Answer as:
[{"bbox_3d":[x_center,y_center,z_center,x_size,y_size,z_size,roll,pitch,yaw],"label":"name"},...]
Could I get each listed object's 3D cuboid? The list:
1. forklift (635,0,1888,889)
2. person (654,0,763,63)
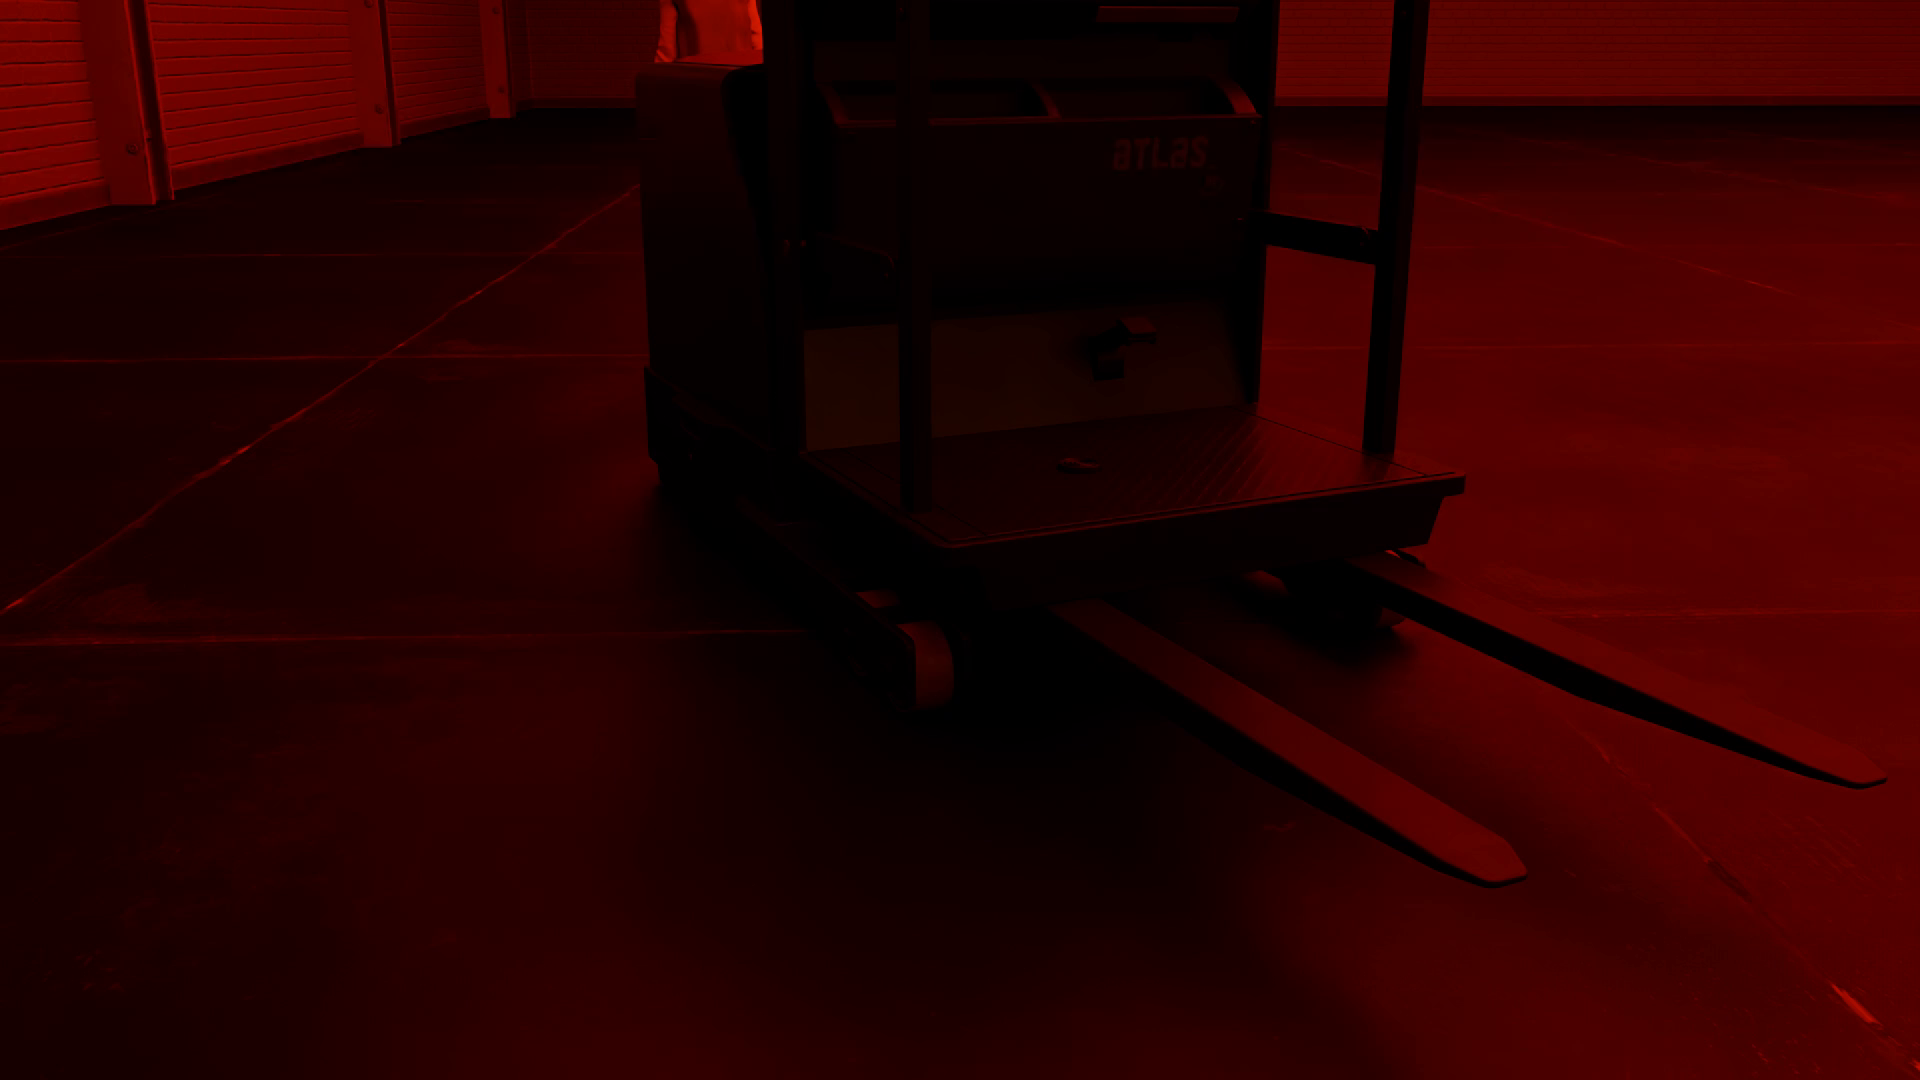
[{"bbox_3d":[0.258,-1.240,2.962,1.130,2.935,3.031,-8,19,-24],"label":"forklift"},{"bbox_3d":[-0.949,-1.622,6.499,0.485,1.593,0.342,-6,18,-18],"label":"person"}]
